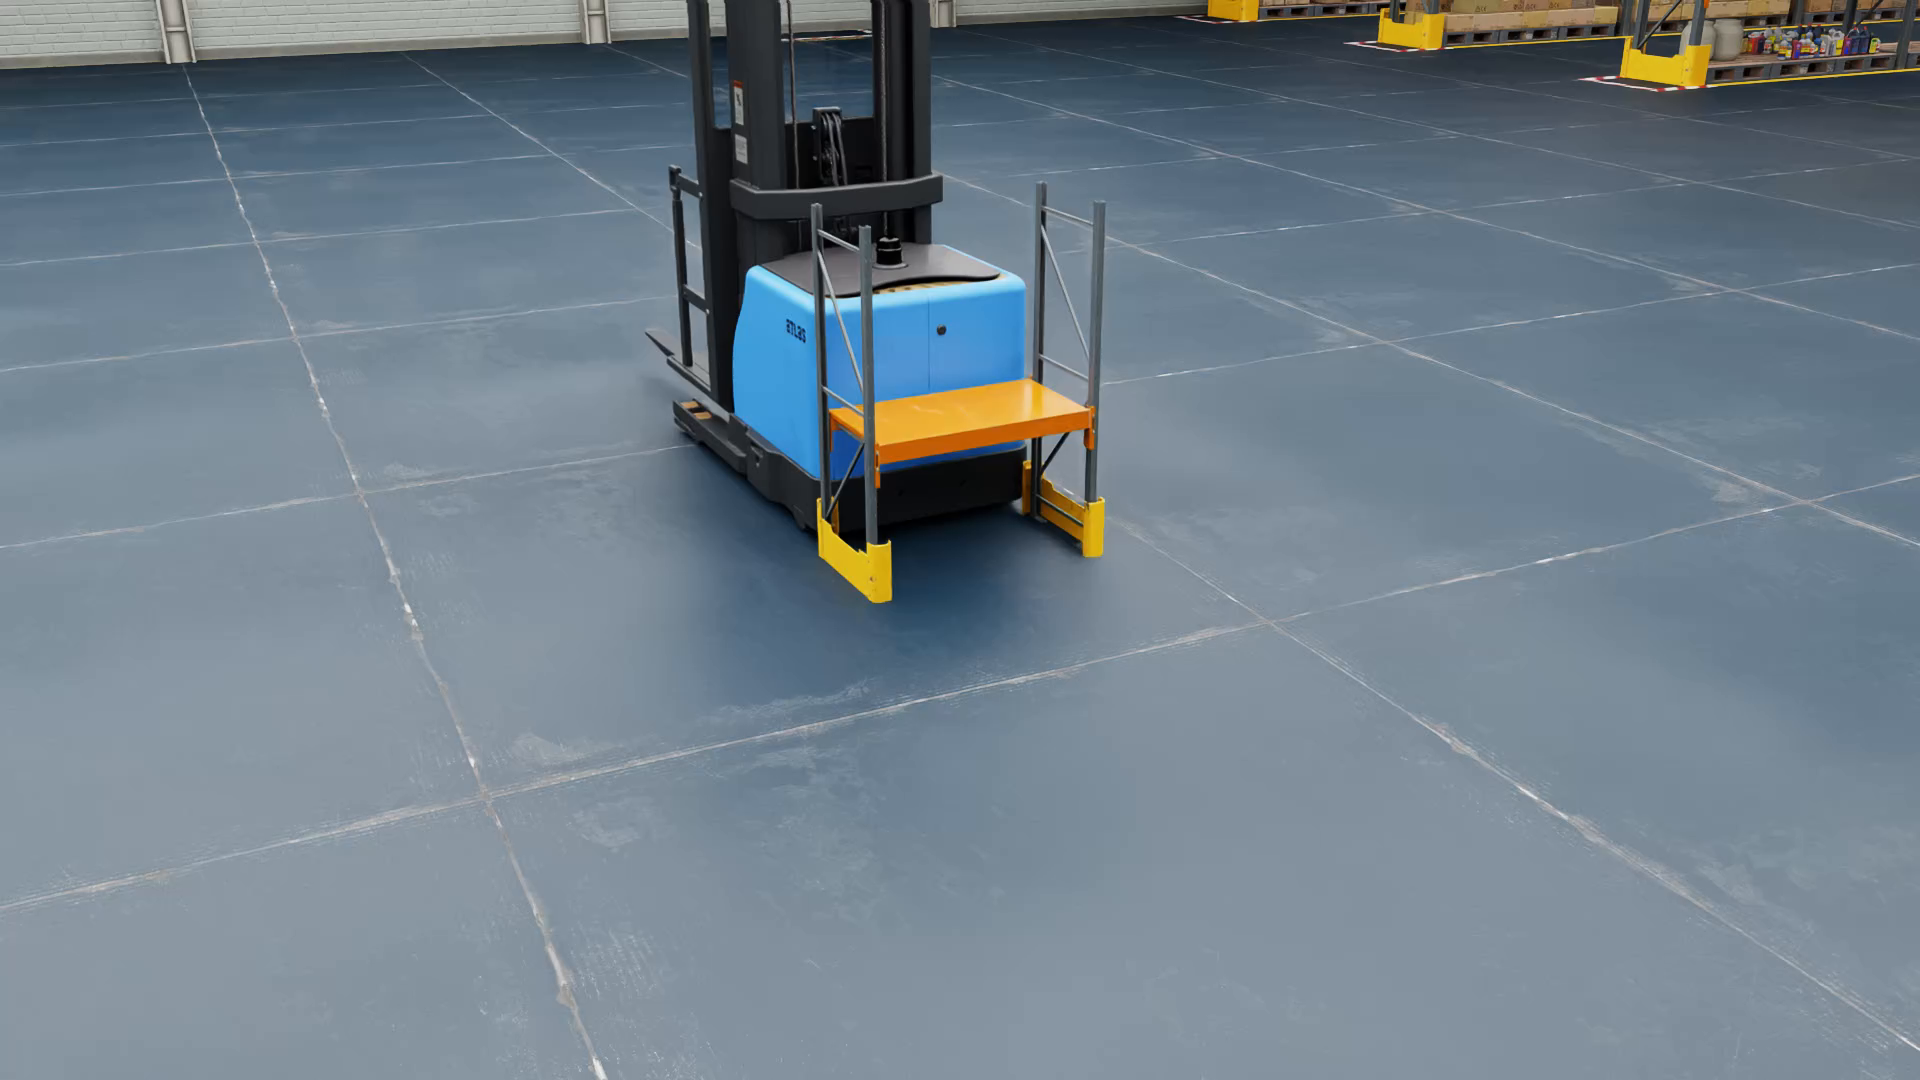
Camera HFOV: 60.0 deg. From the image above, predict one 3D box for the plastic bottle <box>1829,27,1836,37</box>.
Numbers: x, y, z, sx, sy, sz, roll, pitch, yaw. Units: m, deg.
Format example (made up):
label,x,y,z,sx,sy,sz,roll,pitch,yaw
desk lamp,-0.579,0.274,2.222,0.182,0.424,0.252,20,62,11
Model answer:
label,x,y,z,sx,sy,sz,roll,pitch,yaw
plastic bottle,12.266,-7.075,23.412,0.097,0.271,0.097,0,22,0

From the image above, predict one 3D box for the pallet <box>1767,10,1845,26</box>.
label,x,y,z,sx,sy,sz,roll,pitch,yaw
pallet,14.892,-9.228,29.266,1.213,0.211,1.003,-10,25,-24

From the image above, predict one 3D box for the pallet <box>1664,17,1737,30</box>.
label,x,y,z,sx,sy,sz,roll,pitch,yaw
pallet,12.346,-8.793,28.216,1.213,0.211,1.003,-10,25,-24

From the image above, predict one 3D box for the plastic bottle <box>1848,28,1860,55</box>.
label,x,y,z,sx,sy,sz,roll,pitch,yaw
plastic bottle,12.115,-6.775,22.585,0.185,0.351,0.144,-12,25,-26

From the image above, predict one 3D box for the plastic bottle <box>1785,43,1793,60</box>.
label,x,y,z,sx,sy,sz,roll,pitch,yaw
plastic bottle,11.001,-6.491,22.094,0.097,0.201,0.097,0,22,0

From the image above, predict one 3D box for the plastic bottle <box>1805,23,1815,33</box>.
label,x,y,z,sx,sy,sz,roll,pitch,yaw
plastic bottle,11.836,-7.023,23.181,0.185,0.351,0.144,-10,24,-22

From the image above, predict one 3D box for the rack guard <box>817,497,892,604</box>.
label,x,y,z,sx,sy,sz,roll,pitch,yaw
rack guard,-0.438,0.036,6.836,0.087,0.250,0.587,-11,25,-25

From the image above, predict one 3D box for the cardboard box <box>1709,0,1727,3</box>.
label,x,y,z,sx,sy,sz,roll,pitch,yaw
cardboard box,12.463,-9.163,27.776,0.500,0.311,0.500,-10,24,-22

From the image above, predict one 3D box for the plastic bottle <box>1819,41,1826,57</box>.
label,x,y,z,sx,sy,sz,roll,pitch,yaw
plastic bottle,11.581,-6.598,22.352,0.097,0.201,0.097,0,22,0

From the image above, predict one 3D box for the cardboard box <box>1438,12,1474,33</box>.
label,x,y,z,sx,sy,sz,roll,pitch,yaw
cardboard box,7.574,-8.014,25.735,0.500,0.250,0.500,-10,25,-24

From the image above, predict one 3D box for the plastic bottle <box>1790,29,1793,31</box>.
label,x,y,z,sx,sy,sz,roll,pitch,yaw
plastic bottle,11.499,-6.947,23.087,0.133,0.283,0.061,-9,24,-21

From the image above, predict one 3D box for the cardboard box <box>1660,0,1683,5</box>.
label,x,y,z,sx,sy,sz,roll,pitch,yaw
cardboard box,11.532,-8.988,27.355,0.500,0.311,0.500,-11,25,-24

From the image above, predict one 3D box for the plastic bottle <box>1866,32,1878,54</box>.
label,x,y,z,sx,sy,sz,roll,pitch,yaw
plastic bottle,12.453,-6.789,22.705,0.133,0.283,0.061,-9,24,-21

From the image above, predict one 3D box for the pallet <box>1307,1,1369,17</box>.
label,x,y,z,sx,sy,sz,roll,pitch,yaw
pallet,6.756,-9.832,30.727,1.213,0.211,1.003,-10,25,-24

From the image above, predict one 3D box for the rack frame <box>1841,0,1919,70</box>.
label,x,y,z,sx,sy,sz,roll,pitch,yaw
rack frame,12.743,-8.034,22.737,0.127,3.000,1.000,-10,25,-24

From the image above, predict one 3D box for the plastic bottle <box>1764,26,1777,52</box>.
label,x,y,z,sx,sy,sz,roll,pitch,yaw
plastic bottle,11.115,-6.890,22.861,0.185,0.351,0.144,-9,24,-21

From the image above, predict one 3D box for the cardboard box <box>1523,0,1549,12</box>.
label,x,y,z,sx,sy,sz,roll,pitch,yaw
cardboard box,8.926,-8.609,26.190,0.500,0.500,0.500,-10,25,-24

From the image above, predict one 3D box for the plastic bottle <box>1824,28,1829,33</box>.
label,x,y,z,sx,sy,sz,roll,pitch,yaw
plastic bottle,12.033,-6.981,23.169,0.133,0.283,0.061,-10,25,-24

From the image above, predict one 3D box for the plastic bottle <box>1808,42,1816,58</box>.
label,x,y,z,sx,sy,sz,roll,pitch,yaw
plastic bottle,11.396,-6.564,22.269,0.097,0.201,0.097,0,22,0

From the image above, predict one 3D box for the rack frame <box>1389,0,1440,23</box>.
label,x,y,z,sx,sy,sz,roll,pitch,yaw
rack frame,6.994,-9.078,25.259,0.127,3.000,1.000,-10,25,-24

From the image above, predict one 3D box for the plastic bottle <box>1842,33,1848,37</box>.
label,x,y,z,sx,sy,sz,roll,pitch,yaw
plastic bottle,12.028,-6.788,22.712,0.135,0.276,0.152,-10,25,-24

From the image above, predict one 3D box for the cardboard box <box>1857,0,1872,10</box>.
label,x,y,z,sx,sy,sz,roll,pitch,yaw
cardboard box,15.660,-9.601,29.215,0.500,0.500,0.500,-11,25,-24

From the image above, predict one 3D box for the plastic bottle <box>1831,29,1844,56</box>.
label,x,y,z,sx,sy,sz,roll,pitch,yaw
plastic bottle,11.824,-6.722,22.455,0.185,0.351,0.144,-11,25,-24

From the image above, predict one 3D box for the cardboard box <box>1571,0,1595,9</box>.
label,x,y,z,sx,sy,sz,roll,pitch,yaw
cardboard box,9.820,-8.781,26.606,0.500,0.500,0.500,-10,25,-24

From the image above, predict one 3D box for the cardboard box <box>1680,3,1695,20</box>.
label,x,y,z,sx,sy,sz,roll,pitch,yaw
cardboard box,11.996,-8.818,27.677,0.500,0.250,0.500,-11,25,-25

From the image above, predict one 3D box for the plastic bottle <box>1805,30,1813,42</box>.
label,x,y,z,sx,sy,sz,roll,pitch,yaw
plastic bottle,11.758,-6.920,23.038,0.097,0.271,0.097,0,22,0

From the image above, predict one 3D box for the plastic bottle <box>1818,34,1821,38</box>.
label,x,y,z,sx,sy,sz,roll,pitch,yaw
plastic bottle,11.629,-6.702,22.495,0.133,0.283,0.061,-10,25,-24

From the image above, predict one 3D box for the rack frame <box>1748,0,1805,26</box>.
label,x,y,z,sx,sy,sz,roll,pitch,yaw
rack frame,14.203,-10.405,28.465,0.127,3.000,1.000,-10,25,-24

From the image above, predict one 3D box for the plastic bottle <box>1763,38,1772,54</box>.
label,x,y,z,sx,sy,sz,roll,pitch,yaw
plastic bottle,11.039,-6.752,22.723,0.097,0.201,0.097,0,22,0

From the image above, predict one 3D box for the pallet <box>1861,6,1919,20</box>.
label,x,y,z,sx,sy,sz,roll,pitch,yaw
pallet,17.090,-9.632,30.244,1.213,0.211,1.003,-10,25,-24

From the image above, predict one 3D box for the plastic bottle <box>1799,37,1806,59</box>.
label,x,y,z,sx,sy,sz,roll,pitch,yaw
plastic bottle,11.217,-6.563,22.176,0.097,0.271,0.097,0,22,0

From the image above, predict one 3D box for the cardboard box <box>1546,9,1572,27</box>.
label,x,y,z,sx,sy,sz,roll,pitch,yaw
cardboard box,9.376,-8.346,26.535,0.500,0.250,0.500,-10,25,-24

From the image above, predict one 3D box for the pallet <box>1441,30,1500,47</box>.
label,x,y,z,sx,sy,sz,roll,pitch,yaw
pallet,7.665,-7.931,26.134,1.213,0.211,1.003,-10,25,-24

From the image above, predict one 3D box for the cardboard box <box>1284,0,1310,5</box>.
label,x,y,z,sx,sy,sz,roll,pitch,yaw
cardboard box,6.018,-9.924,30.243,0.500,0.311,0.500,-8,24,-19

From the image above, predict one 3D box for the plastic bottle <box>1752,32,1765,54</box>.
label,x,y,z,sx,sy,sz,roll,pitch,yaw
plastic bottle,10.889,-6.770,22.660,0.133,0.283,0.061,-10,25,-24

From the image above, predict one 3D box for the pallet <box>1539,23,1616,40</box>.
label,x,y,z,sx,sy,sz,roll,pitch,yaw
pallet,9.864,-8.336,27.112,1.213,0.211,1.003,-10,25,-24

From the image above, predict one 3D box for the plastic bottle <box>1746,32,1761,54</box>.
label,x,y,z,sx,sy,sz,roll,pitch,yaw
plastic bottle,10.843,-6.803,22.750,0.135,0.276,0.152,-10,25,-23

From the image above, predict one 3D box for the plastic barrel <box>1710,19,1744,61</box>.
label,x,y,z,sx,sy,sz,roll,pitch,yaw
plastic barrel,10.150,-6.634,22.058,0.421,0.512,0.421,0,22,0

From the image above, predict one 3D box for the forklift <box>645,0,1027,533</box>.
label,x,y,z,sx,sy,sz,roll,pitch,yaw
forklift,-0.823,-1.908,8.026,1.130,2.935,3.031,-11,25,-25

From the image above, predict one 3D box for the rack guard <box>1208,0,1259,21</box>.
label,x,y,z,sx,sy,sz,roll,pitch,yaw
rack guard,4.911,-9.642,29.891,0.348,0.500,1.175,-10,25,-24

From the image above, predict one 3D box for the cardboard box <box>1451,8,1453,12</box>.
label,x,y,z,sx,sy,sz,roll,pitch,yaw
cardboard box,7.794,-8.280,26.376,0.500,0.250,0.500,-10,25,-24

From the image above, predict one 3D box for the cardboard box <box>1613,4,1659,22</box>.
label,x,y,z,sx,sy,sz,roll,pitch,yaw
cardboard box,11.069,-8.647,27.263,0.500,0.250,0.500,-11,25,-25

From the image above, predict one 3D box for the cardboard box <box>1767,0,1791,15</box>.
label,x,y,z,sx,sy,sz,roll,pitch,yaw
cardboard box,13.834,-9.158,28.497,0.500,0.250,0.500,-10,24,-22

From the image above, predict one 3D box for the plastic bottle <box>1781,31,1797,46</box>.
label,x,y,z,sx,sy,sz,roll,pitch,yaw
plastic bottle,11.370,-6.839,22.837,0.135,0.276,0.152,-10,25,-24

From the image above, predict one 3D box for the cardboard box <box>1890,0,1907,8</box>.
label,x,y,z,sx,sy,sz,roll,pitch,yaw
cardboard box,16.585,-9.774,29.634,0.500,0.500,0.500,-10,25,-23

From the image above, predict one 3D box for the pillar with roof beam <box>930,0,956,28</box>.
label,x,y,z,sx,sy,sz,roll,pitch,yaw
pillar with roof beam,1.559,-11.492,23.247,0.400,9.000,9.100,-10,25,-24

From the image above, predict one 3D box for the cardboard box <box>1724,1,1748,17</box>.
label,x,y,z,sx,sy,sz,roll,pitch,yaw
cardboard box,12.917,-8.988,28.088,0.500,0.250,0.500,-10,24,-22

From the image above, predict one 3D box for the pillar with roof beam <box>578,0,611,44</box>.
label,x,y,z,sx,sy,sz,roll,pitch,yaw
pillar with roof beam,-3.848,-10.497,20.843,0.400,9.000,9.100,-10,25,-24

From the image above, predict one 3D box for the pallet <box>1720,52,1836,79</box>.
label,x,y,z,sx,sy,sz,roll,pitch,yaw
pallet,11.019,-6.445,22.543,1.213,0.211,1.003,-10,25,-24

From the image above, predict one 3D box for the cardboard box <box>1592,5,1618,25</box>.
label,x,y,z,sx,sy,sz,roll,pitch,yaw
cardboard box,10.275,-8.513,26.940,0.500,0.250,0.500,-10,25,-24

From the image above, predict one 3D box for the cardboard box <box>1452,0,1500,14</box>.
label,x,y,z,sx,sy,sz,roll,pitch,yaw
cardboard box,8.023,-8.444,25.793,0.500,0.500,0.500,-10,25,-24

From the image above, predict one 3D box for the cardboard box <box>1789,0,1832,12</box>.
label,x,y,z,sx,sy,sz,roll,pitch,yaw
cardboard box,14.737,-9.431,28.804,0.500,0.500,0.500,-9,24,-21

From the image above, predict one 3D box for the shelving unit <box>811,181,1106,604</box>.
label,x,y,z,sx,sy,sz,roll,pitch,yaw
shelving unit,0.003,-0.630,6.810,1.083,1.500,0.587,-11,25,-25

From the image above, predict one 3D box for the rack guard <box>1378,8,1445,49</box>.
label,x,y,z,sx,sy,sz,roll,pitch,yaw
rack guard,6.972,-7.919,25.728,0.348,0.500,1.175,-10,25,-24

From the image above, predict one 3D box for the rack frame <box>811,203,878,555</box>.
label,x,y,z,sx,sy,sz,roll,pitch,yaw
rack frame,-0.455,-0.538,6.588,0.032,1.500,0.500,-11,25,-25

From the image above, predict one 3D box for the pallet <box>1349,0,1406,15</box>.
label,x,y,z,sx,sy,sz,roll,pitch,yaw
pallet,7.857,-10.036,31.220,1.213,0.211,1.003,-10,25,-24

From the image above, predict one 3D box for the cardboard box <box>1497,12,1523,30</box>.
label,x,y,z,sx,sy,sz,roll,pitch,yaw
cardboard box,8.473,-8.181,26.138,0.500,0.250,0.500,-10,25,-24

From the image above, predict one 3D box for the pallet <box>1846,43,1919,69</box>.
label,x,y,z,sx,sy,sz,roll,pitch,yaw
pallet,13.434,-6.889,23.617,1.213,0.211,1.003,-10,25,-24
